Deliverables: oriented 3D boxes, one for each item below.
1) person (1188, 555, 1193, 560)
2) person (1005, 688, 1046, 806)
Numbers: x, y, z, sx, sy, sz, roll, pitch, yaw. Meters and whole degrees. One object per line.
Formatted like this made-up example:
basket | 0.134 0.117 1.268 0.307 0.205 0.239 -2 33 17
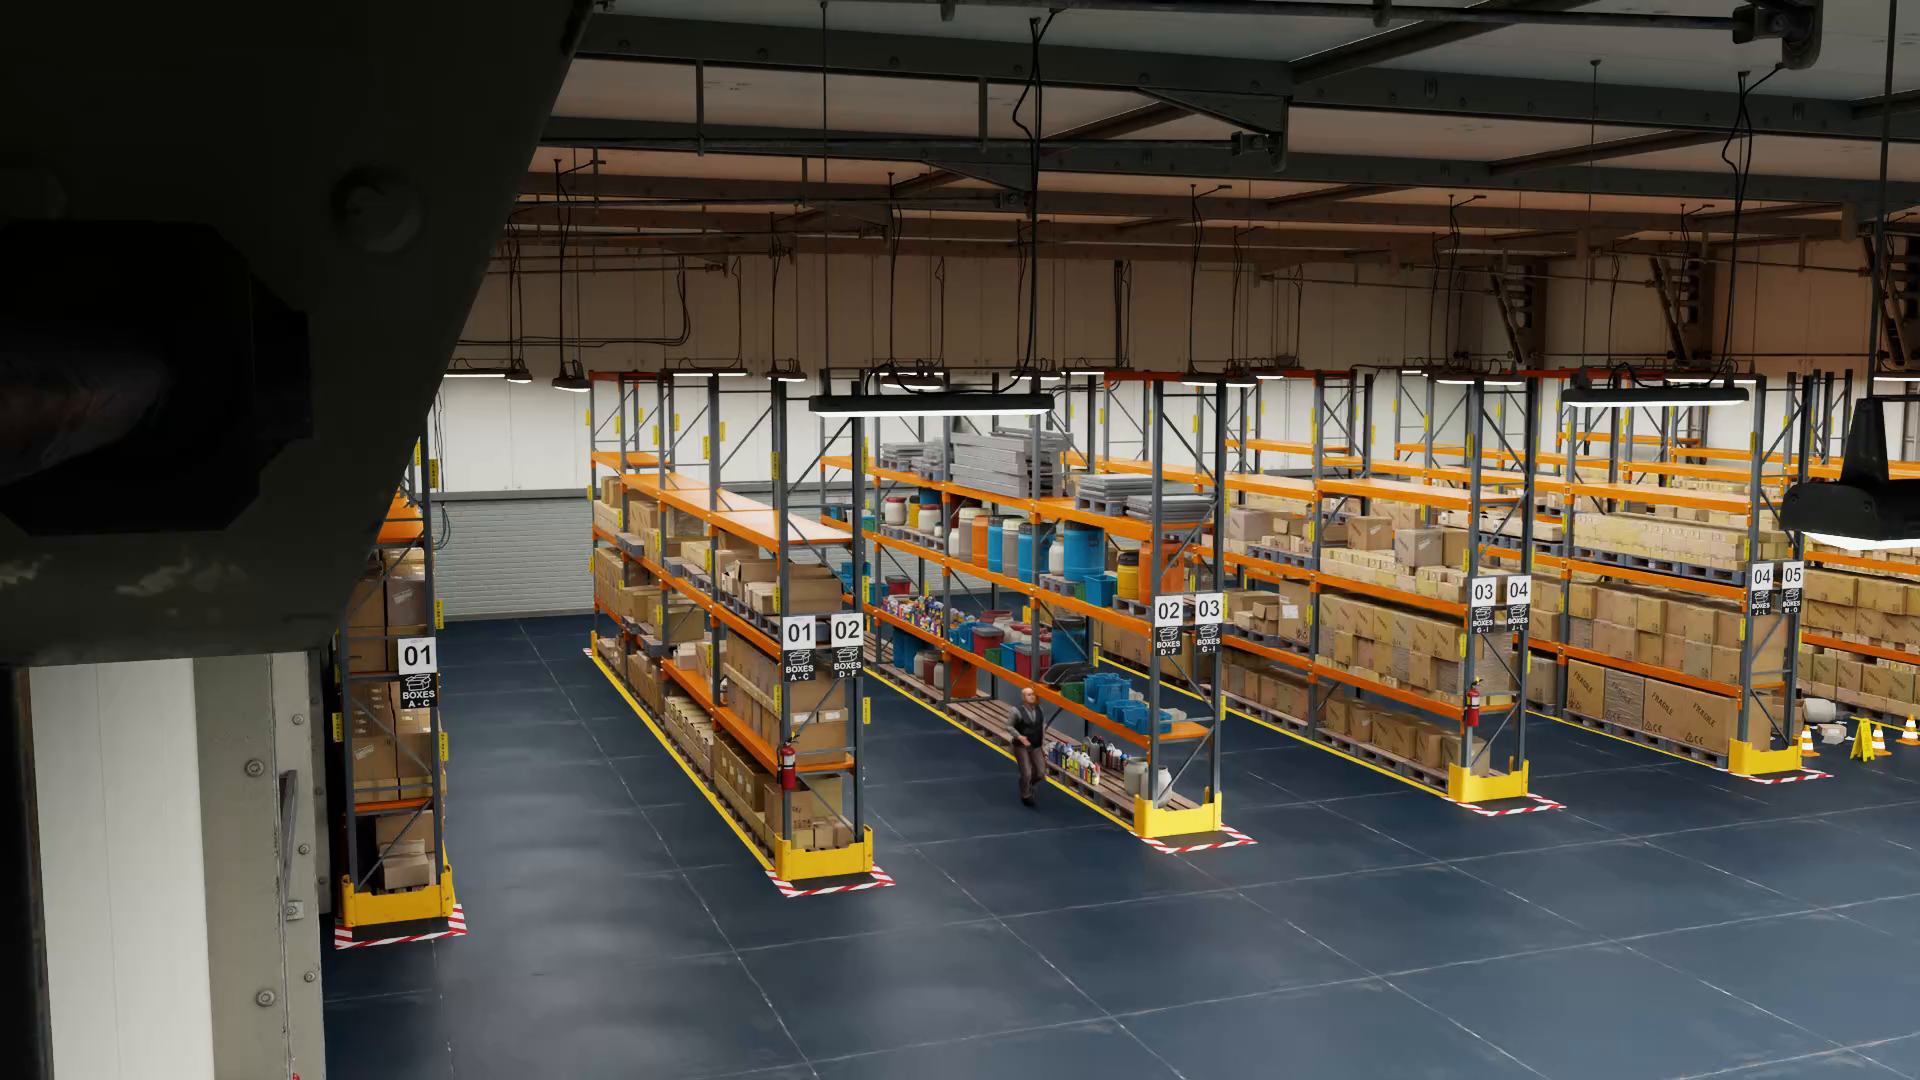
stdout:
person | 5.442 1.158 39.274 0.587 1.631 0.748 -1 7 -11
person | 0.959 2.898 23.284 0.662 1.684 0.571 -3 7 -22
